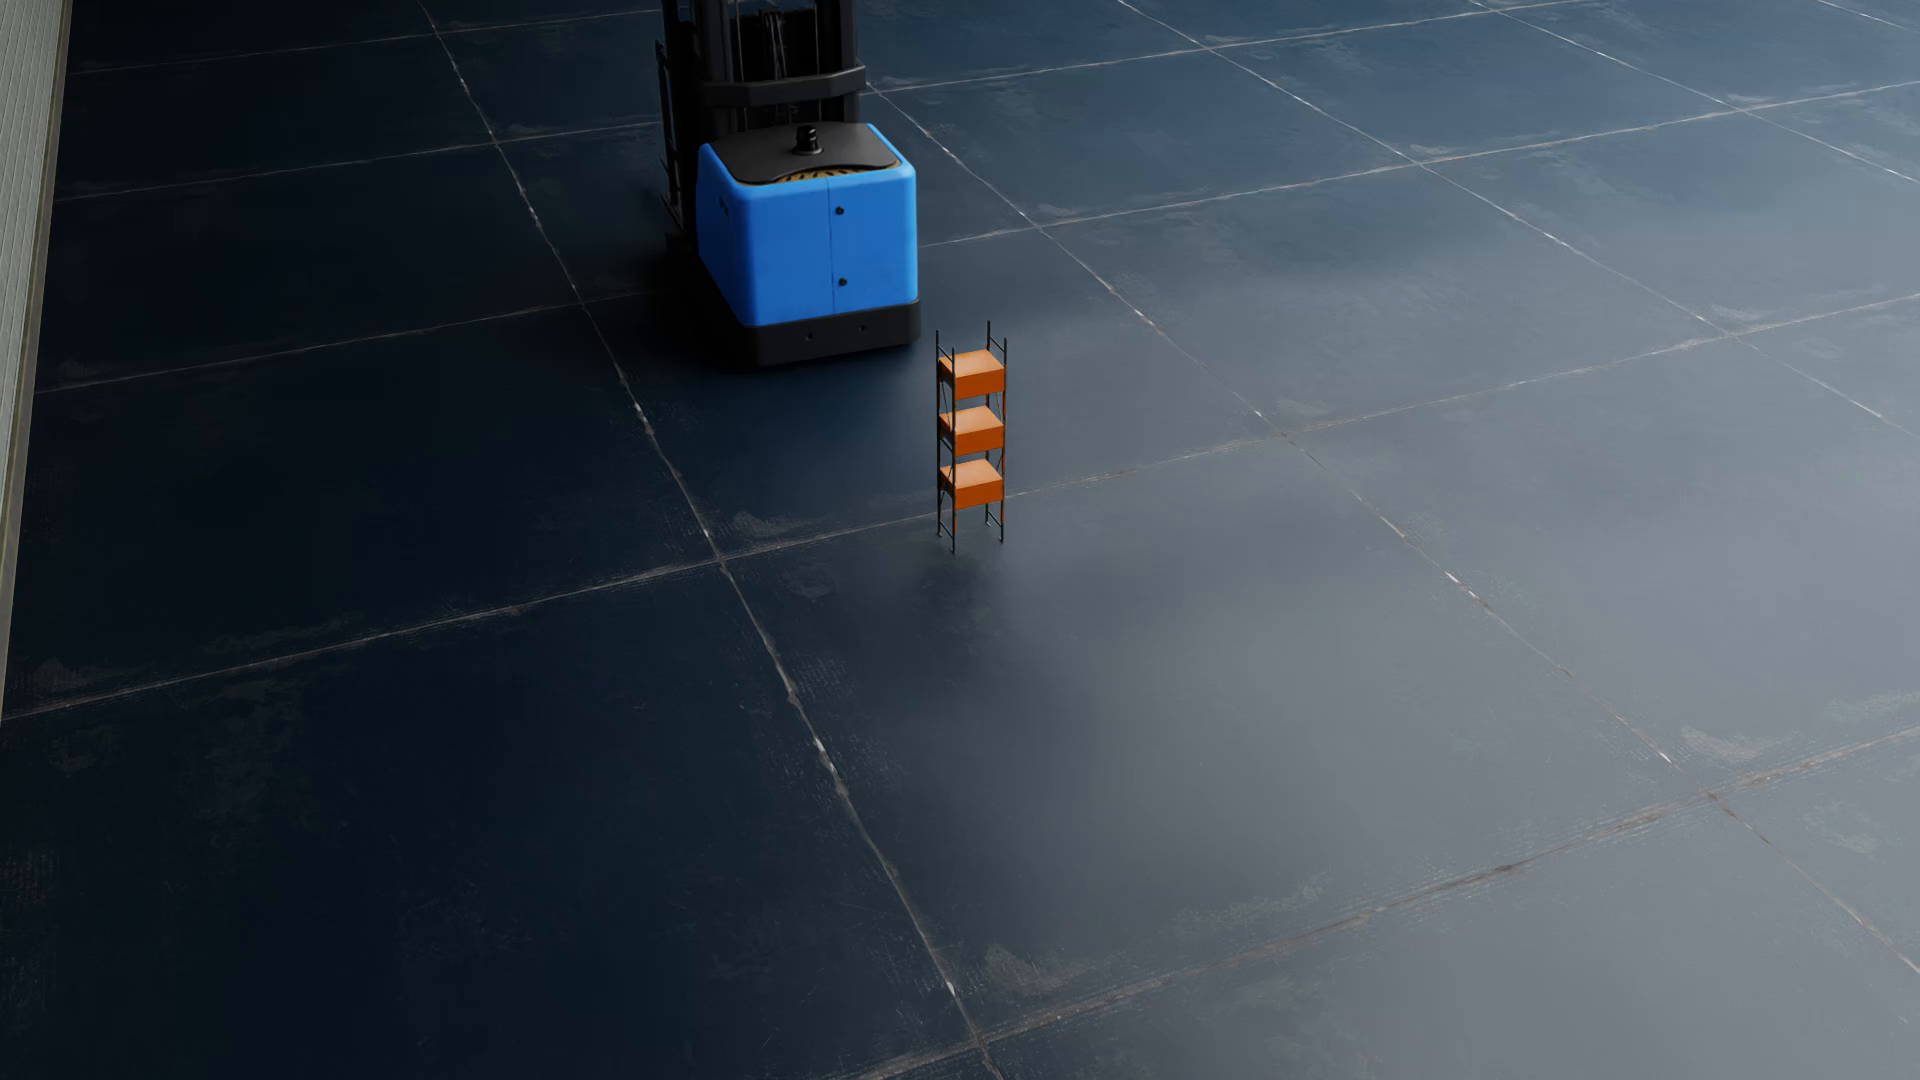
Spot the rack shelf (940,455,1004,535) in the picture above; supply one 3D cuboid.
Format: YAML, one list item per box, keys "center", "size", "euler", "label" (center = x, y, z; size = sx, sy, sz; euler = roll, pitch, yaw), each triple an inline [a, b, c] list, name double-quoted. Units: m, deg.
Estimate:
- center: [0.049, -0.210, 7.638]
  size: [0.240, 0.259, 0.215]
  euler: [-13, 35, -19]
  label: "rack shelf"

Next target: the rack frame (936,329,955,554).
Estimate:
- center: [-0.063, -0.426, 7.441]
  size: [0.008, 1.050, 0.200]
  euler: [-13, 35, -19]
  label: "rack frame"

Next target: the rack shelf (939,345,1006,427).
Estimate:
- center: [0.049, -0.680, 7.332]
  size: [0.240, 0.259, 0.215]
  euler: [-13, 35, -19]
  label: "rack shelf"

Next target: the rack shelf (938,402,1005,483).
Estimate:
- center: [0.049, -0.442, 7.487]
  size: [0.240, 0.259, 0.215]
  euler: [-13, 35, -19]
  label: "rack shelf"

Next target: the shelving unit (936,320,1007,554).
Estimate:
- center: [0.049, -0.451, 7.481]
  size: [0.252, 1.050, 0.215]
  euler: [-13, 35, -19]
  label: "shelving unit"

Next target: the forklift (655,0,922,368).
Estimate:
- center: [-1.204, -2.961, 9.613]
  size: [1.130, 2.935, 3.031]
  euler: [-11, 35, -17]
  label: "forklift"

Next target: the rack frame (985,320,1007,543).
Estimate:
- center: [0.162, -0.477, 7.521]
  size: [0.008, 1.050, 0.200]
  euler: [-13, 35, -19]
  label: "rack frame"
